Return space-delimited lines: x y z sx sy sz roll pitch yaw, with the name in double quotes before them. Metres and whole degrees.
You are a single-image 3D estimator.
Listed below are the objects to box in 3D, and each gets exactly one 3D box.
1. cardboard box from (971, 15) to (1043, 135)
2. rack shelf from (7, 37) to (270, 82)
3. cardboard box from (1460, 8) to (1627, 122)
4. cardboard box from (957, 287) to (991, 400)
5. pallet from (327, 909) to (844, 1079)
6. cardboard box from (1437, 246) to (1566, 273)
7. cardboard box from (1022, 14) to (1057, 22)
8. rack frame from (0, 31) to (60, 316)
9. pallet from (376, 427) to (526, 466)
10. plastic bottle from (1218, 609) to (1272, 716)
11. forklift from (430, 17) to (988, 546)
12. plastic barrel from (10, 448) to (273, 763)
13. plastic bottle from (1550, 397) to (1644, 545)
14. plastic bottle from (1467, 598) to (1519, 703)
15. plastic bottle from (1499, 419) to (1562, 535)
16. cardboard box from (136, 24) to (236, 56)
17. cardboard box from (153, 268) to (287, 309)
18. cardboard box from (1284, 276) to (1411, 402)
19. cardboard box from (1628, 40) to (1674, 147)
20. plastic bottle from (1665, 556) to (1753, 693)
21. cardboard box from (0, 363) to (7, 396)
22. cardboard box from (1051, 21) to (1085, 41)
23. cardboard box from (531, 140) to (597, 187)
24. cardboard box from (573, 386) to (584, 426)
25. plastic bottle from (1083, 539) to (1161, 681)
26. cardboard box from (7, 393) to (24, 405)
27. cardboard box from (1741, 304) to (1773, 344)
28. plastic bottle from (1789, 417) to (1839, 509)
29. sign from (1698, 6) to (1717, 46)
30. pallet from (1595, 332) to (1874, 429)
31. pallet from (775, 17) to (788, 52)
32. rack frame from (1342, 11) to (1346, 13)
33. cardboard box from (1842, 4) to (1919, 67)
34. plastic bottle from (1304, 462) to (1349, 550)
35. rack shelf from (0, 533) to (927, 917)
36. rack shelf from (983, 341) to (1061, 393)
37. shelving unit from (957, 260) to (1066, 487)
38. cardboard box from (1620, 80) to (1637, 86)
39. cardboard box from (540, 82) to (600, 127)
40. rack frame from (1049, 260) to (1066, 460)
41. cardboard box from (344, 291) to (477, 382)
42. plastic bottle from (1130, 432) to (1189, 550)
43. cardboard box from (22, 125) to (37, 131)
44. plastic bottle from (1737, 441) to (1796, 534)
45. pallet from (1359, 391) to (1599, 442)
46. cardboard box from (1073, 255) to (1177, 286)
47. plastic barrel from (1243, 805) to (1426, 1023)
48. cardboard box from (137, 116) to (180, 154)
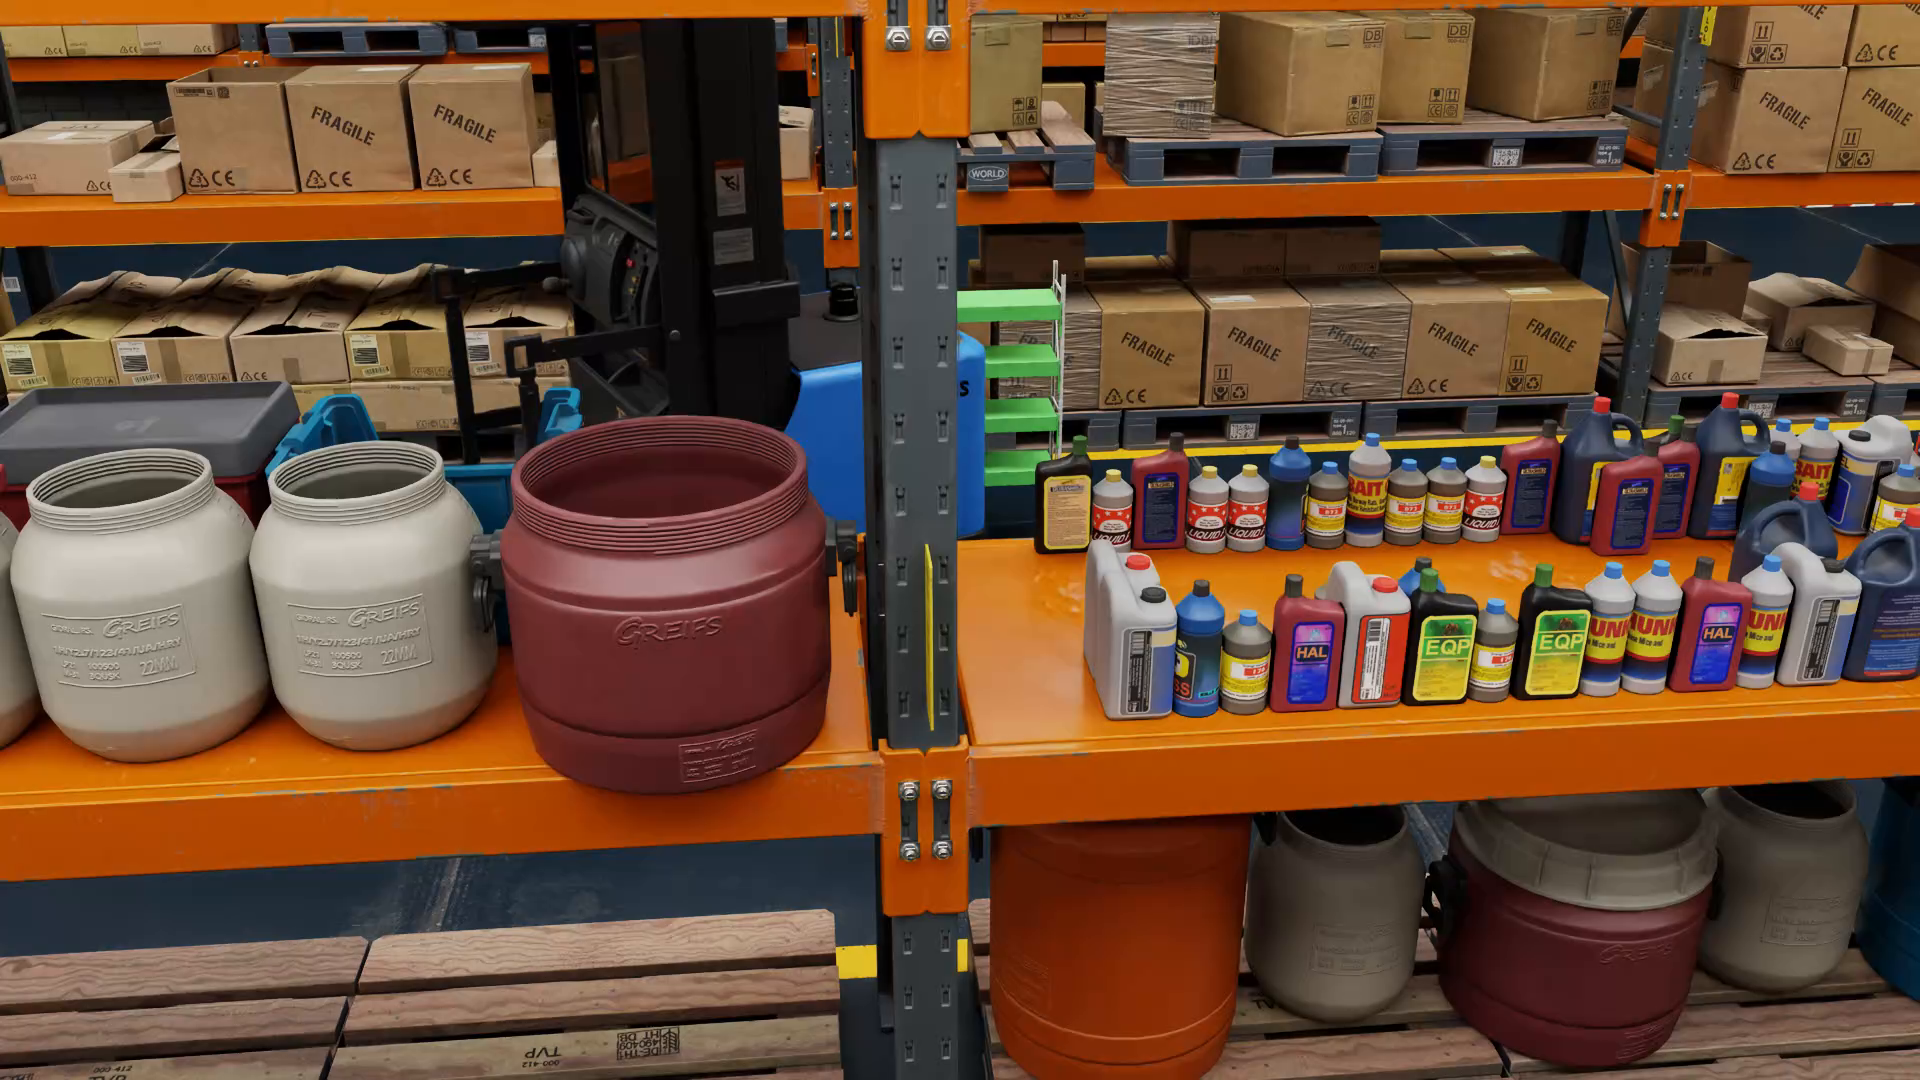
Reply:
"cardboard box" 0.017 -2.283 8.054 0.500 0.500 0.700 -11 26 -23
"rack shelf" -7.060 -3.409 12.112 4.000 0.370 1.077 -2 24 -5
"cardboard box" 2.888 -2.444 8.415 0.500 0.500 0.700 -11 26 -23
"cardboard box" -0.118 -0.936 8.199 0.500 0.500 0.500 -1 24 -3
"pallet" -0.890 1.317 4.027 1.213 0.211 1.003 -2 24 -5
"cardboard box" 2.876 -1.273 8.956 0.500 0.500 0.500 -3 24 -8
"cardboard box" 0.435 -4.120 12.313 0.500 0.500 0.500 -2 24 -5
"rack frame" -4.579 -1.815 7.641 0.127 3.000 1.000 -2 24 -5
"pallet" -2.633 -0.636 8.421 1.213 0.211 1.003 -2 24 -5
"plastic bottle" 0.562 0.234 3.275 0.097 0.201 0.097 0 24 0
"forklift" -1.426 -0.980 5.847 3.031 2.935 1.130 -13 27 -27
"plastic barrel" -1.538 0.120 3.148 0.421 0.512 0.421 0 24 0
"plastic bottle" 1.545 -0.174 4.009 0.185 0.351 0.144 -2 24 -5
"plastic bottle" 1.058 0.214 3.320 0.097 0.201 0.097 0 24 0
"plastic bottle" 1.382 -0.154 4.046 0.133 0.283 0.061 -2 24 -5
"cardboard box" -5.512 -3.617 11.854 0.500 0.250 0.500 -2 24 -5
"cardboard box" -3.687 -1.162 8.350 0.500 0.311 0.500 -2 24 -4
"cardboard box" 1.927 -1.022 8.391 0.500 0.500 0.500 -2 24 -4
"cardboard box" 3.854 -2.304 8.617 0.500 0.500 0.500 -2 24 -4
"plastic bottle" 1.501 0.166 3.326 0.133 0.283 0.061 -2 24 -5
"cardboard box" -5.071 -0.855 8.348 0.500 0.250 0.500 -2 24 -5
"cardboard box" 0.786 -3.857 12.518 0.250 0.149 0.380 -2 24 -5
"cardboard box" -1.862 -1.786 7.885 0.250 0.149 0.380 -1 24 -1
"cardboard box" -1.611 -0.769 8.155 0.500 0.250 0.500 -3 24 -6
"plastic bottle" 0.332 0.136 3.404 0.135 0.276 0.152 -2 24 -5
"cardboard box" -4.154 -0.667 7.925 0.500 0.250 0.500 -3 24 -6
"cardboard box" 4.288 -1.210 9.246 0.250 0.149 0.380 -2 24 -5
"plastic bottle" 2.097 -0.169 4.096 0.097 0.271 0.097 0 24 0
"sign" 3.440 -2.439 7.620 0.005 0.325 0.100 -2 24 -5
"pallet" 4.065 -0.887 8.987 1.213 0.211 1.003 -2 24 -5
"pallet" -1.788 -3.818 12.383 1.003 0.211 1.213 -2 24 -5
"rack frame" 2.891 -4.137 12.864 0.127 3.000 1.000 -2 24 -5
"cardboard box" 4.392 -2.563 7.969 0.500 0.500 0.500 -3 24 -7
"plastic bottle" 0.882 -0.089 4.001 0.097 0.201 0.097 0 24 0
"rack shelf" -2.106 0.436 3.462 4.000 0.370 1.077 -2 24 -5
"rack shelf" 0.165 -0.716 6.950 0.480 0.148 0.258 -2 24 -5
"shelving unit" 0.165 -0.555 7.021 0.503 1.200 0.258 -2 24 -5
"cardboard box" 5.537 -3.630 13.485 0.250 0.149 0.380 -2 24 -5
"cardboard box" -2.886 -3.309 12.614 0.500 0.250 0.500 -2 24 -5
"rack frame" 0.408 -0.565 7.043 0.015 1.200 0.240 -2 24 -5
"cardboard box" -2.614 -0.985 7.950 0.500 0.311 0.500 -2 24 -4
"plastic bottle" 0.475 -0.117 3.964 0.133 0.283 0.061 -2 24 -5
"cardboard box" -7.051 -2.740 12.256 0.500 0.500 0.700 -4 24 -8
"plastic bottle" 1.917 -0.103 3.948 0.097 0.271 0.097 0 24 0
"pallet" 2.576 -0.813 8.818 1.213 0.211 1.003 -2 24 -5
"cardboard box" 0.824 -1.186 8.762 0.500 0.500 0.500 -3 24 -7
"plastic barrel" 0.923 0.887 4.107 0.421 0.512 0.421 0 24 0
"cardboard box" -3.723 -1.863 7.914 0.258 0.266 0.396 -3 24 -6
